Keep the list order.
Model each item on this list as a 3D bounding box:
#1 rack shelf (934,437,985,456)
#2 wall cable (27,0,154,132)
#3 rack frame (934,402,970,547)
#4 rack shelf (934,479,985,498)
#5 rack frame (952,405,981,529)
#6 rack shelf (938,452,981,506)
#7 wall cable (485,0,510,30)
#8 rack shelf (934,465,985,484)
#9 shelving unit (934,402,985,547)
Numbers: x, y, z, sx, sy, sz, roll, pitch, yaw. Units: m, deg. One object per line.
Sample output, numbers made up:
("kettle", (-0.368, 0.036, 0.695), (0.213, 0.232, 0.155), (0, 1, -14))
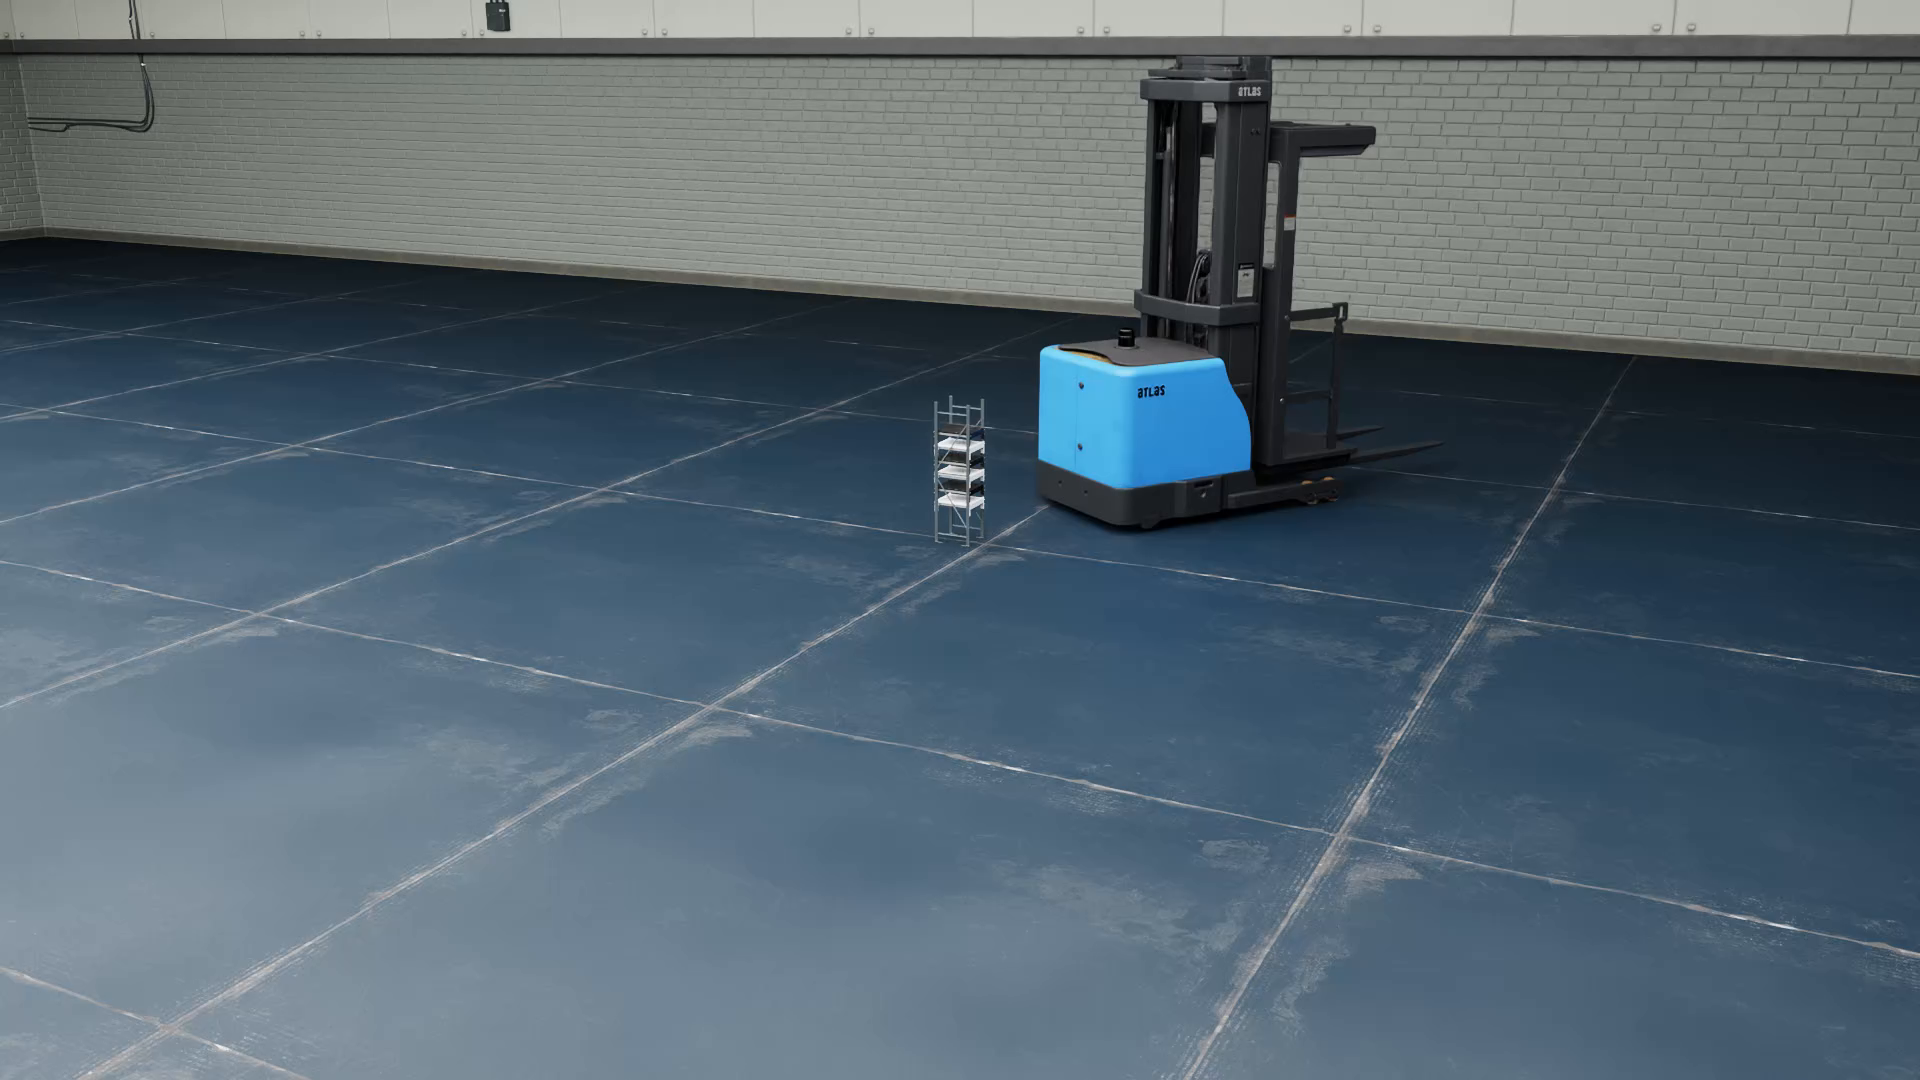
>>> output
("rack shelf", (-0.004, -0.570, 10.348), (0.258, 0.077, 0.200), (8, 18, 25))
("wall cable", (-13.735, -7.623, 25.839), (3.097, 2.526, 0.112), (8, 18, 25))
("rack frame", (-0.049, -0.403, 10.302), (0.240, 0.900, 0.006), (8, 18, 25))
("rack shelf", (-0.004, -0.311, 10.424), (0.258, 0.077, 0.200), (8, 18, 25))
("rack frame", (0.041, -0.455, 10.477), (0.228, 0.785, 0.003), (8, 18, 25))
("rack shelf", (-0.004, -0.381, 10.404), (0.221, 0.281, 0.190), (8, 18, 25))
("wall cable", (-5.249, -9.530, 20.833), (2.305, 6.003, 0.169), (8, 18, 25))
("rack shelf", (-0.004, -0.397, 10.399), (0.258, 0.077, 0.200), (8, 18, 25))
("shelving unit", (-0.004, -0.429, 10.389), (0.258, 0.900, 0.208), (8, 18, 25))
